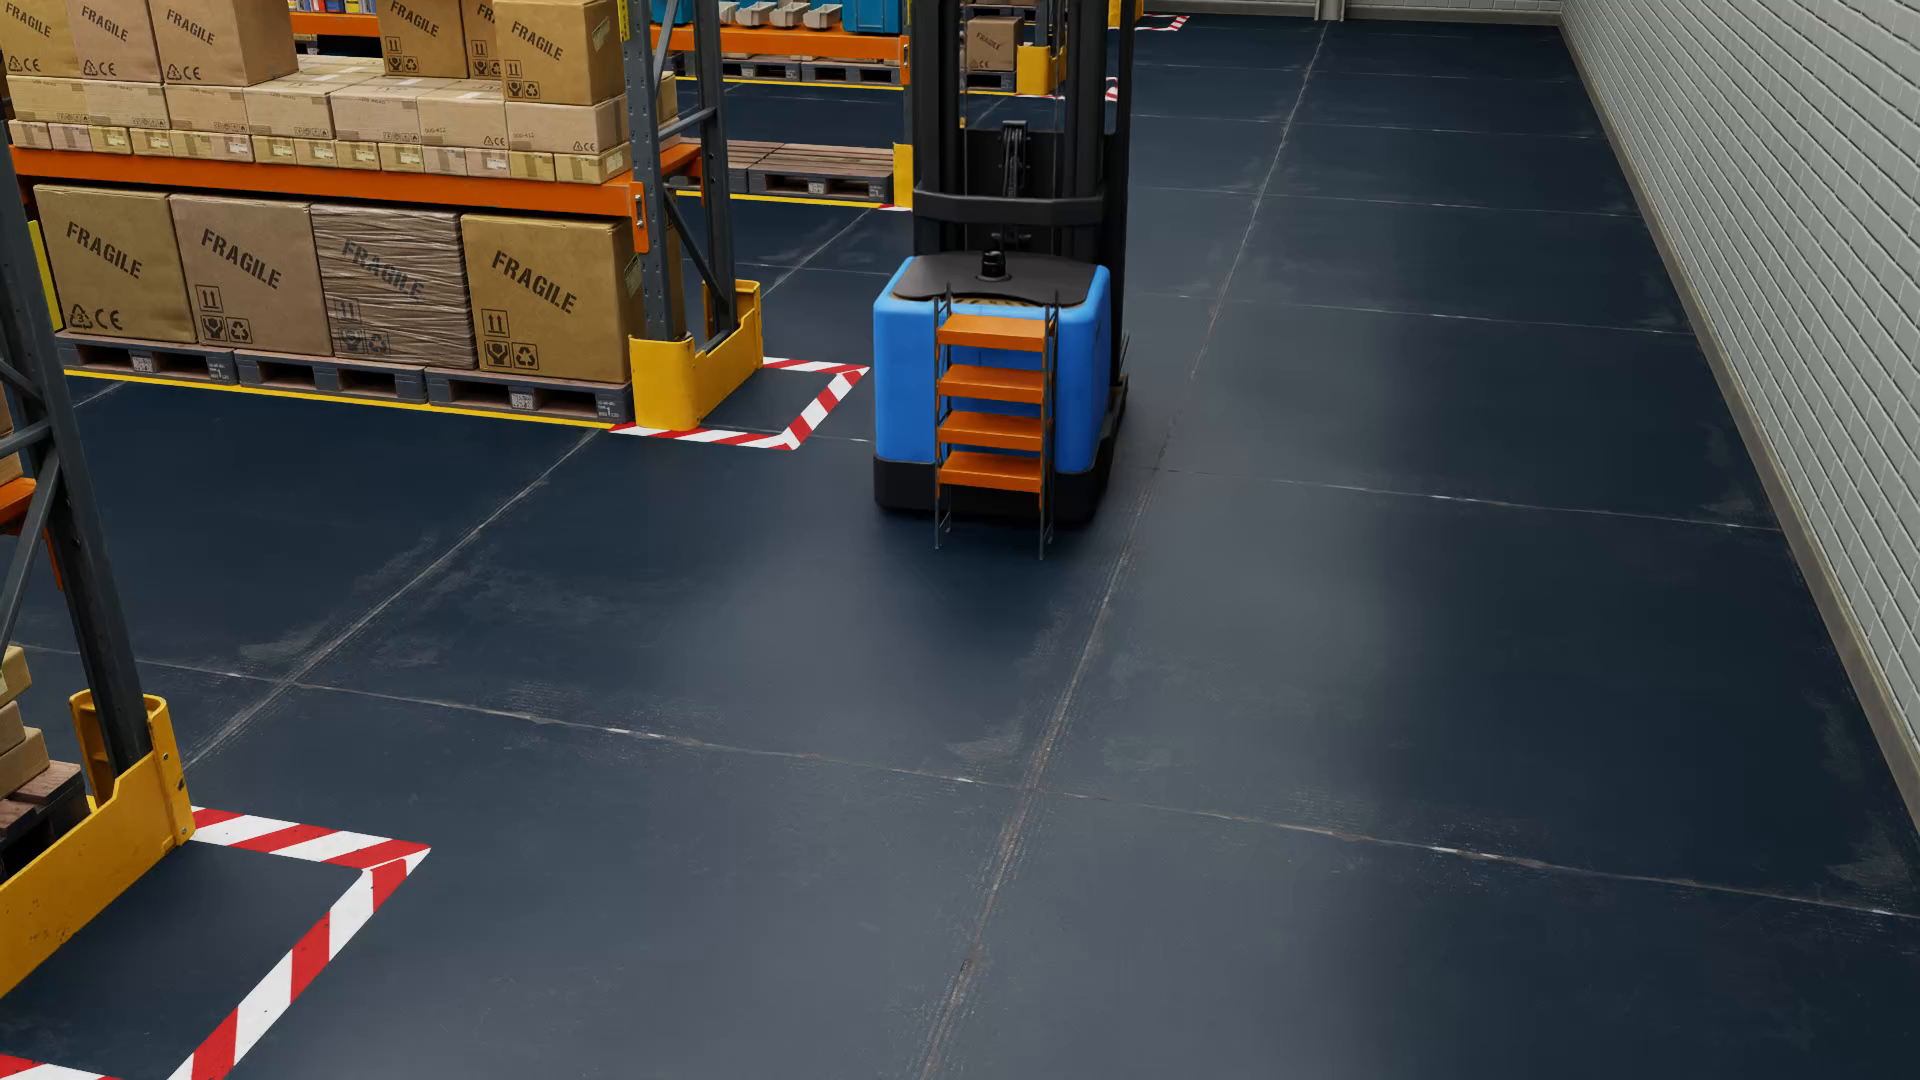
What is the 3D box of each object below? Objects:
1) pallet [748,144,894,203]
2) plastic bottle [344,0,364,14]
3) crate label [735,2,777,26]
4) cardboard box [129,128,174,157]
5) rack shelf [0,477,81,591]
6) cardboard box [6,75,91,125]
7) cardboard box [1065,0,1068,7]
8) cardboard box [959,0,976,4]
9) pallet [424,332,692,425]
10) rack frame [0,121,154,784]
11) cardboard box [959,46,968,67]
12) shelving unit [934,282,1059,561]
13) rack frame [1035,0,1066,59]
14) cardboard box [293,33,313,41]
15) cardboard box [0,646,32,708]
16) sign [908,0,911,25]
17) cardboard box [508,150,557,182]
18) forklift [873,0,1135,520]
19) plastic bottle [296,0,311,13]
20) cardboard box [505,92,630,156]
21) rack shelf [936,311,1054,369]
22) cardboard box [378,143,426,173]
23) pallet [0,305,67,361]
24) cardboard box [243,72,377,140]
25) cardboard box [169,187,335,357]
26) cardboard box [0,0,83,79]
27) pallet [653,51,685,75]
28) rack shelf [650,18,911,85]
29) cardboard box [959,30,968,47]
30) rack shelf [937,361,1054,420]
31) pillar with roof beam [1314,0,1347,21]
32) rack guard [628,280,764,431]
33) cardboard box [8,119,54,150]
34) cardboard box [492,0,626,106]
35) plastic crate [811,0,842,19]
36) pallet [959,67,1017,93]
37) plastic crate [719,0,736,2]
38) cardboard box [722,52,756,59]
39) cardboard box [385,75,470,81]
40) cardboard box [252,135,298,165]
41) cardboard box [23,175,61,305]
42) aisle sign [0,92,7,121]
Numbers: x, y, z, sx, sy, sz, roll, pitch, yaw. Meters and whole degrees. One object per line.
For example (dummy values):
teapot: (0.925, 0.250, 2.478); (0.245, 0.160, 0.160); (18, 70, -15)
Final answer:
pallet: (-1.050, -3.106, 14.028); (1.213, 0.211, 1.003); (6, 26, 13)
plastic bottle: (-5.107, -4.629, 14.040); (0.185, 0.351, 0.144); (6, 26, 13)
crate label: (-1.649, -4.237, 13.397); (0.243, 0.136, 0.396); (6, 26, 13)
cardboard box: (-4.400, -2.260, 9.299); (0.250, 0.149, 0.380); (6, 26, 12)
rack shelf: (-4.765, -0.034, 5.168); (4.000, 0.370, 1.077); (6, 26, 13)
cardboard box: (-4.979, -2.534, 9.412); (0.500, 0.250, 0.500); (6, 26, 12)
cardboard box: (1.503, -7.479, 22.390); (0.500, 0.500, 0.700); (6, 26, 13)
cardboard box: (0.013, -7.640, 22.728); (0.500, 0.500, 0.700); (7, 26, 14)
pallet: (-2.289, -0.993, 9.589); (1.213, 0.211, 1.003); (6, 26, 13)
rack frame: (-2.828, -0.144, 4.564); (0.127, 3.000, 1.000); (6, 26, 13)
cardboard box: (0.018, -5.278, 18.131); (0.250, 0.166, 0.380); (6, 26, 13)
shelving unit: (0.160, -0.524, 7.453); (0.503, 1.200, 0.258); (6, 26, 12)
rack frame: (0.976, -6.322, 17.540); (0.127, 3.000, 1.000); (6, 26, 13)
cardboard box: (-7.842, -6.135, 19.858); (0.500, 0.250, 0.500); (6, 26, 12)
cardboard box: (-3.251, 0.487, 5.374); (0.250, 0.149, 0.380); (5, 26, 11)
sign: (-0.383, -4.103, 12.690); (0.005, 0.325, 0.100); (6, 26, 13)
cardboard box: (-2.174, -2.013, 8.782); (0.250, 0.149, 0.380); (7, 26, 14)
forklift: (0.345, -2.023, 8.590); (1.130, 2.935, 3.031); (4, 26, 9)
plastic bottle: (-5.570, -4.648, 14.167); (0.135, 0.276, 0.152); (6, 26, 13)
cardboard box: (-2.030, -2.207, 8.724); (0.500, 0.250, 0.500); (6, 26, 12)
rack shelf: (0.160, -0.878, 7.285); (0.480, 0.148, 0.258); (6, 26, 12)
cardboard box: (-2.911, -2.095, 8.953); (0.250, 0.149, 0.380); (6, 26, 12)
pallet: (-6.135, -1.419, 10.485); (1.213, 0.211, 1.003); (6, 26, 13)
cardboard box: (-3.520, -2.370, 9.066); (0.500, 0.250, 0.500); (6, 26, 13)
cardboard box: (-3.878, -1.657, 9.724); (0.875, 0.875, 0.875); (6, 26, 13)
cardboard box: (-4.969, -2.874, 9.254); (0.500, 0.500, 0.500); (6, 26, 13)
pallet: (-3.695, -5.563, 19.189); (1.213, 0.211, 1.003); (6, 26, 13)
rack shelf: (-2.198, -4.150, 13.814); (4.000, 0.370, 1.077); (6, 26, 13)
cardboard box: (0.036, -5.509, 18.519); (0.500, 0.250, 0.500); (6, 26, 13)
rack shelf: (0.160, -0.665, 7.386); (0.480, 0.148, 0.258); (6, 26, 12)
pillar with roof beam: (3.964, -9.373, 16.968); (0.400, 9.000, 9.100); (6, 26, 13)
rack guard: (-1.472, -1.067, 9.410); (0.348, 0.500, 1.175); (6, 26, 13)
cardboard box: (-5.165, -2.343, 9.475); (0.250, 0.149, 0.380); (6, 26, 13)
cardboard box: (-2.032, -2.546, 8.565); (0.500, 0.500, 0.500); (7, 26, 14)
plastic crate: (-1.056, -4.446, 13.724); (0.300, 0.233, 0.416); (6, 26, 13)
pallet: (0.130, -5.156, 18.335); (1.213, 0.211, 1.003); (6, 26, 13)
plastic crate: (-1.984, -4.549, 13.940); (0.300, 0.233, 0.416); (6, 26, 13)
cardboard box: (-2.545, -5.600, 18.639); (0.500, 0.311, 0.500); (6, 26, 13)
cardboard box: (-2.883, -2.537, 9.418); (0.500, 0.250, 0.500); (5, 26, 11)
cardboard box: (-3.655, -2.177, 9.125); (0.250, 0.149, 0.380); (6, 26, 11)
cardboard box: (-5.994, -1.917, 10.271); (0.875, 0.875, 1.225); (6, 26, 13)
aisle sign: (-2.683, -1.435, 4.251); (0.004, 0.787, 0.394); (6, 26, 13)
